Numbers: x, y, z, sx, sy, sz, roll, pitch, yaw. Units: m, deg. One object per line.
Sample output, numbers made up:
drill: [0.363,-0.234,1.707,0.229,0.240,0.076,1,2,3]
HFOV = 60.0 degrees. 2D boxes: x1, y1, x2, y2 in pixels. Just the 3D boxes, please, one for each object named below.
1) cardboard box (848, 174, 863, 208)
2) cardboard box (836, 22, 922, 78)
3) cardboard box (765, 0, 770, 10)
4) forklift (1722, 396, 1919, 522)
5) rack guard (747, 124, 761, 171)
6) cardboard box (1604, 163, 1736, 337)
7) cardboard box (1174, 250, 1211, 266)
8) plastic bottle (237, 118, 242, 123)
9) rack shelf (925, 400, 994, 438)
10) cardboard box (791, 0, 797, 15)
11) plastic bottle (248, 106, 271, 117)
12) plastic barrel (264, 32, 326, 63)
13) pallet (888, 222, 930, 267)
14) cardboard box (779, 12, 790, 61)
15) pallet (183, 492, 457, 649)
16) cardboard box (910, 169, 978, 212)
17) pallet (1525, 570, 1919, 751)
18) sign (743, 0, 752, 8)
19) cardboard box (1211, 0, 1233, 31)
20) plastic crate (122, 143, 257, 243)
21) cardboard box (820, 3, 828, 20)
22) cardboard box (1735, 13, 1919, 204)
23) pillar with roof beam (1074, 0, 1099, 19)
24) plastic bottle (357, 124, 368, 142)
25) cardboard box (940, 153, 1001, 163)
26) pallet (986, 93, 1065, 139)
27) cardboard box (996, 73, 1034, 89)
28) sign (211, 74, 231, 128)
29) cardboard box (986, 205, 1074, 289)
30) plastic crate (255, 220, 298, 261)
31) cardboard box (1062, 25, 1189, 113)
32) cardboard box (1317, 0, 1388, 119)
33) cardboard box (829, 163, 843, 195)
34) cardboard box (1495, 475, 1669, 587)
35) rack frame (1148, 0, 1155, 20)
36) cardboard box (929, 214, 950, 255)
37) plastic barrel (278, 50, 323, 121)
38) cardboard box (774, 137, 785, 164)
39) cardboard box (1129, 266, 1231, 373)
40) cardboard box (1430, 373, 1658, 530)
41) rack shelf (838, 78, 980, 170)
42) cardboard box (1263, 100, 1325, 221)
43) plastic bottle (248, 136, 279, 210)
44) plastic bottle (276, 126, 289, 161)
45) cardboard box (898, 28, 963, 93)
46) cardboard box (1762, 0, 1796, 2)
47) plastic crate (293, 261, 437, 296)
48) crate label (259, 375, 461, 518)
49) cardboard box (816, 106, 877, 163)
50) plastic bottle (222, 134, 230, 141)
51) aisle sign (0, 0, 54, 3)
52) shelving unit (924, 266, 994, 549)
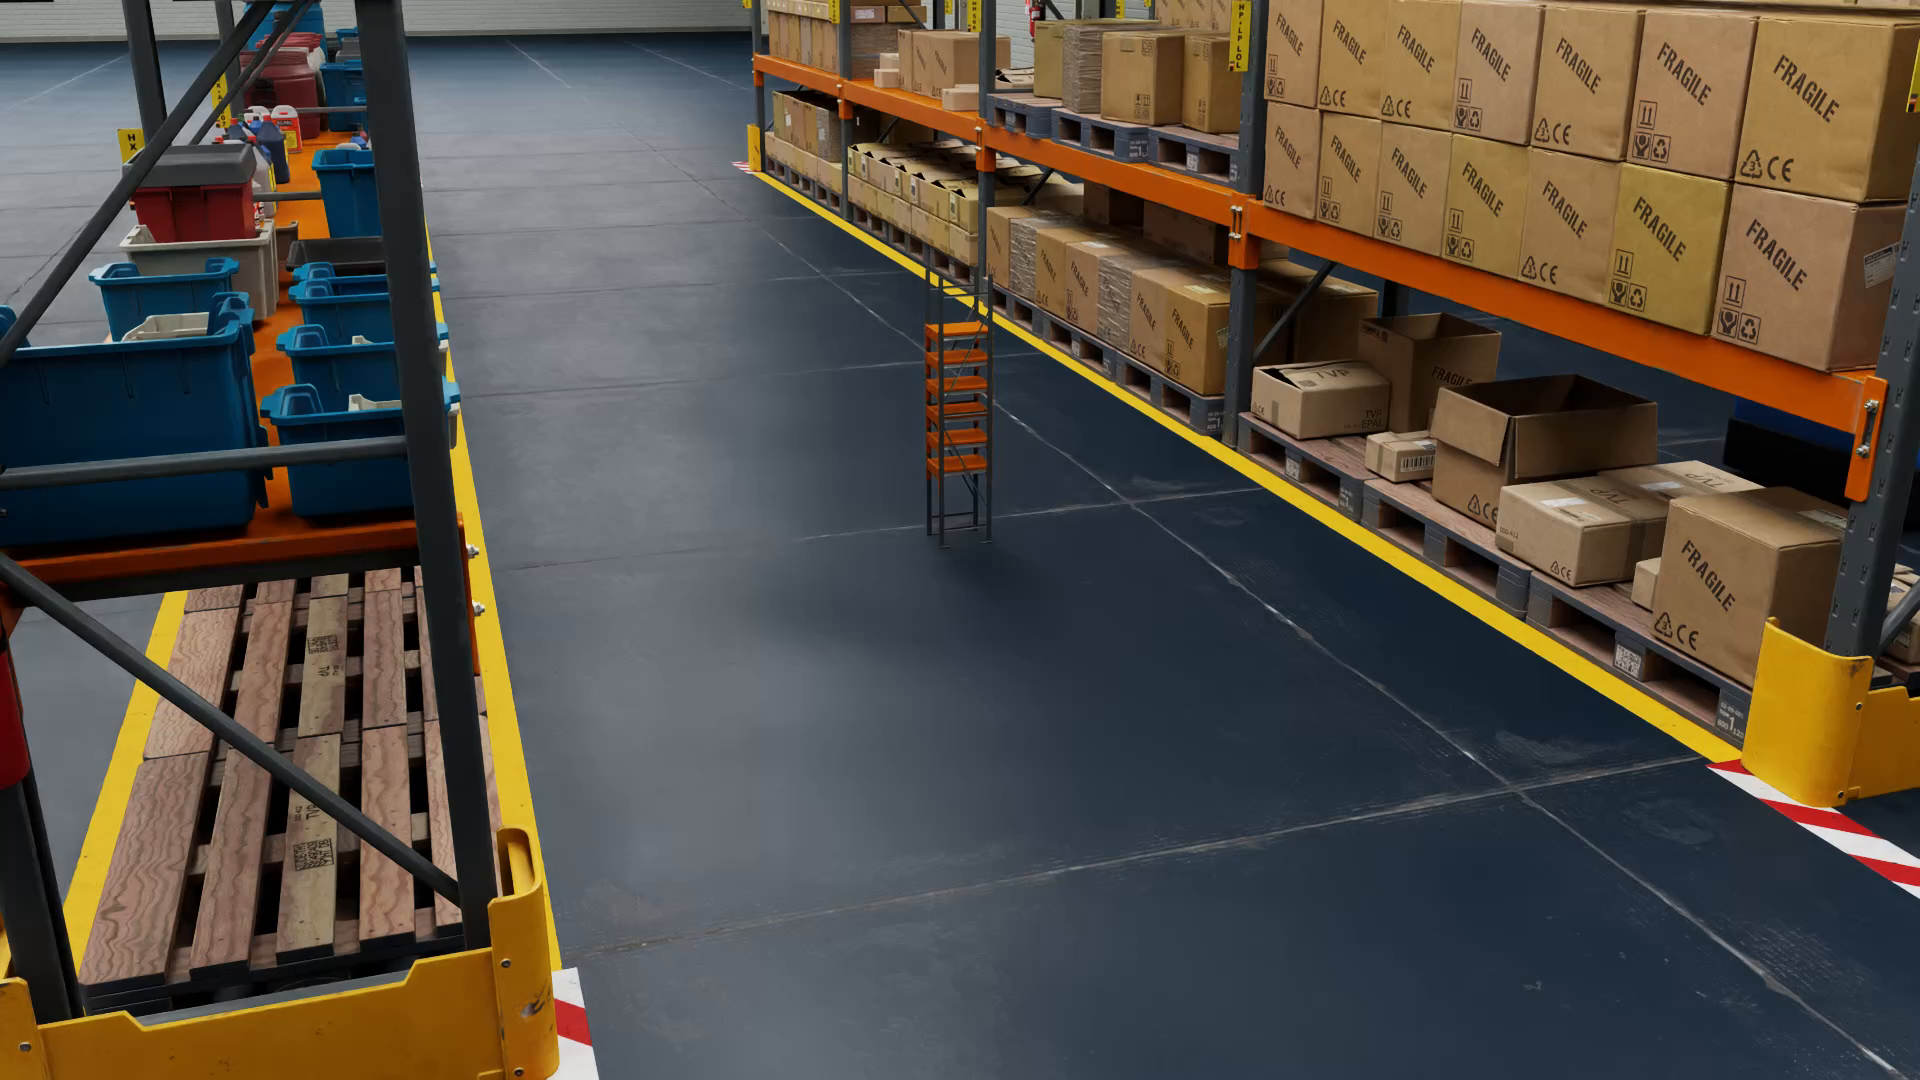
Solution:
cardboard box: [-0.739,-3.272,15.535,0.500,0.250,0.500,-7,21,-19]
cardboard box: [-0.776,-4.713,15.952,0.700,0.500,0.500,-7,21,-19]
cardboard box: [-1.969,-6.011,18.608,0.380,0.149,0.250,-7,21,-18]
forklift: [5.348,-1.756,7.969,3.031,2.935,1.130,-9,22,-23]
rack guard: [-1.895,-4.639,19.592,1.175,0.500,0.348,-6,21,-17]
cardboard box: [2.576,-1.001,5.619,0.500,0.500,0.500,-6,21,-17]
cardboard box: [1.635,-1.500,10.202,0.500,0.500,0.500,-6,21,-17]
plastic bottle: [-4.031,-2.217,9.324,0.061,0.283,0.133,-6,21,-17]
rack shelf: [-0.005,-0.528,7.242,0.258,0.103,0.180,-6,21,-17]
cardboard box: [-1.562,-5.598,17.458,0.380,0.149,0.250,-7,21,-18]
plastic bottle: [-4.248,-2.484,10.078,0.152,0.276,0.135,-6,21,-17]
plastic barrel: [-5.241,-3.733,13.170,0.433,0.535,0.433,0,20,0]
pallet: [0.025,-2.587,14.307,1.003,0.211,1.213,-6,21,-17]
cardboard box: [-1.583,-5.536,18.243,0.700,0.500,0.500,-6,21,-16]
pallet: [-2.551,0.112,6.791,1.003,0.211,1.213,-6,21,-17]
cardboard box: [-0.097,-2.878,13.609,0.500,0.311,0.500,-7,21,-18]
pallet: [2.866,0.359,6.105,1.003,0.211,1.213,-6,21,-17]
sign: [-2.416,-6.195,18.830,0.100,0.325,0.005,-6,21,-17]
cardboard box: [3.154,-5.951,18.631,0.500,0.500,0.500,-6,21,-16]
plastic crate: [-2.777,-1.177,6.072,0.402,0.464,0.583,-6,21,-17]
cardboard box: [-1.163,-5.188,16.317,0.380,0.149,0.250,-6,21,-17]
cardboard box: [2.740,-1.304,4.984,0.500,0.500,0.500,-7,21,-18]
pillar with roof beam: [-2.118,-10.494,23.321,9.100,9.000,0.400,-6,21,-17]
plastic bottle: [-3.264,-2.135,9.095,0.061,0.283,0.133,-6,21,-17]
cardboard box: [0.093,-3.265,14.687,0.500,0.311,0.500,-6,21,-17]
pallet: [0.906,-2.940,11.449,1.213,0.211,1.003,-6,21,-17]
cardboard box: [0.554,-3.320,12.354,0.500,0.311,0.500,-5,20,-14]
sign: [-4.597,-2.731,10.342,0.100,0.325,0.005,-6,21,-17]
cardboard box: [0.499,-2.095,11.858,0.500,0.500,0.500,-5,20,-15]
plastic crate: [-2.809,-1.171,6.542,0.396,0.136,0.243,-6,21,-17]
cardboard box: [1.038,-2.981,10.510,0.700,0.500,0.500,-3,20,-7]
cardboard box: [1.928,-2.128,7.276,0.500,0.500,0.500,-7,21,-19]
cardboard box: [-0.984,-3.553,16.318,0.500,0.250,0.500,-6,21,-17]
cardboard box: [2.466,-0.043,6.514,0.500,0.250,0.500,-6,21,-17]
rack frame: [2.814,-6.335,20.617,1.000,3.000,0.127,-6,21,-17]
cardboard box: [0.065,-2.452,13.252,0.500,0.250,0.500,-7,21,-18]
plastic barrel: [-4.603,-3.075,11.376,0.421,0.512,0.421,0,20,0]
cardboard box: [-1.770,-4.356,18.552,0.500,0.250,0.500,-6,21,-17]
cardboard box: [1.309,-1.275,9.576,0.500,0.500,0.500,-6,21,-17]
cardboard box: [2.479,-0.387,7.098,0.797,0.503,0.637,-6,21,-17]
rack shelf: [-0.002,-3.544,13.909,1.077,0.370,4.000,-6,21,-17]
cardboard box: [1.786,-1.811,7.874,0.500,0.500,0.500,-6,21,-16]
plastic bottle: [-3.340,-1.743,7.906,0.144,0.351,0.185,-6,21,-17]
plastic bottle: [-3.990,-2.319,9.731,0.097,0.201,0.097,0,20,0]
cardboard box: [-0.239,-4.154,14.396,0.500,0.500,0.500,-5,20,-13]
cardboard box: [5.723,-3.649,11.411,0.500,0.250,0.500,-7,21,-18]
plastic crate: [-1.835,-0.731,5.172,0.416,0.233,0.300,-6,21,-17]
crate label: [-1.327,-0.212,3.728,0.416,0.233,0.303,-6,21,-17]
cardboard box: [-1.130,-4.068,16.642,0.500,0.500,0.500,-6,21,-17]
plastic bottle: [-3.755,-1.935,8.539,0.061,0.283,0.133,-6,21,-17]
aisle sign: [-1.818,-1.317,2.801,0.394,0.787,0.004,-6,21,-17]
shelving unit: [-0.005,-0.569,7.227,0.258,1.200,0.189,-6,21,-17]
